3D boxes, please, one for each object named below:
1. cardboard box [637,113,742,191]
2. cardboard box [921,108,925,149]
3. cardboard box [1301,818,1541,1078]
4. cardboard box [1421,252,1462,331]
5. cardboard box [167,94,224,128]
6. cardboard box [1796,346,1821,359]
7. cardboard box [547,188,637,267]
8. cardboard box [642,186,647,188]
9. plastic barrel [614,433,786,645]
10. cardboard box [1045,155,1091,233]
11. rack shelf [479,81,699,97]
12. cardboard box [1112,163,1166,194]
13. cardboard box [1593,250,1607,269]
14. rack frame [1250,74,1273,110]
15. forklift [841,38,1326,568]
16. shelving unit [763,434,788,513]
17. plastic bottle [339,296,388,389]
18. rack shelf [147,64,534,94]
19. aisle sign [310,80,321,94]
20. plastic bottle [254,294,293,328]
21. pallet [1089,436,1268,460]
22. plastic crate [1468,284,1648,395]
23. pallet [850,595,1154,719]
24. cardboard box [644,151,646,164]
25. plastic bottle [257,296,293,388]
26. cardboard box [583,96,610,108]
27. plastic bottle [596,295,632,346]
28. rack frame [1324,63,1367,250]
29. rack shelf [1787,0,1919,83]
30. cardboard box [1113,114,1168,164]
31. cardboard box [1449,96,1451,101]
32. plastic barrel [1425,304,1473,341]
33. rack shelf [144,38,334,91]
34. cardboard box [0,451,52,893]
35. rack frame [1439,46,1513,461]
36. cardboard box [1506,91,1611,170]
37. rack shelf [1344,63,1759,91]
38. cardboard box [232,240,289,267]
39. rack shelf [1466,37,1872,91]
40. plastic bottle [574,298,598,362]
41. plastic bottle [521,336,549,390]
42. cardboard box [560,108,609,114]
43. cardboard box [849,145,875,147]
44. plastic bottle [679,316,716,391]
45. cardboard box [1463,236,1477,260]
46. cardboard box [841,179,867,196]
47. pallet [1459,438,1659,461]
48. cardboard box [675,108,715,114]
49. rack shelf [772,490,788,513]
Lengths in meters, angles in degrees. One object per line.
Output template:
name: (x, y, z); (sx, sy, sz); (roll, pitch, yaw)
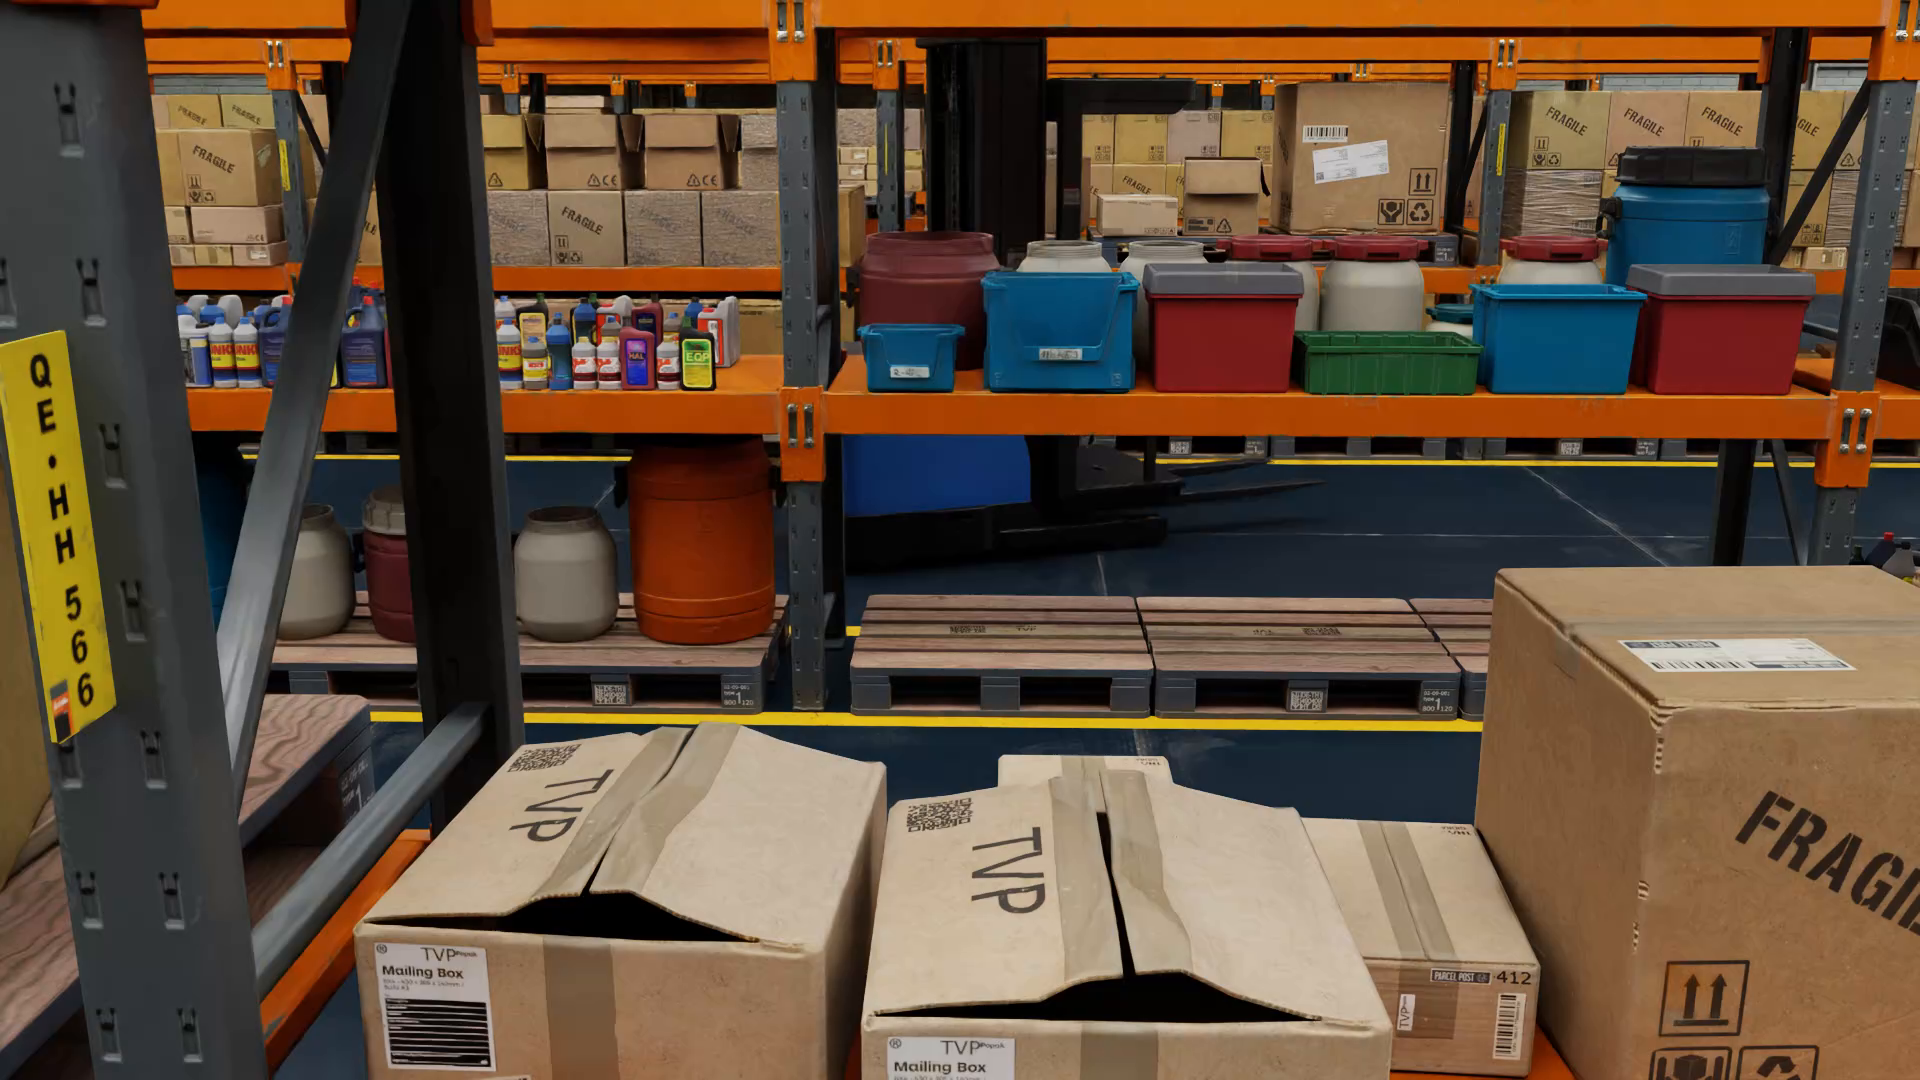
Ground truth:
cardboard box: (-1.854, -2.693, 11.507); (0.637, 0.503, 0.797); (1, 15, 3)
cardboard box: (-0.706, -5.271, 21.282); (0.500, 0.500, 0.500); (0, 15, 0)
cardboard box: (0.547, 0.495, 2.075); (0.250, 0.149, 0.380); (1, 15, 6)
cardboard box: (4.381, -2.538, 16.422); (0.875, 0.875, 0.875); (1, 15, 2)
cardboard box: (-7.296, -4.066, 16.132); (0.500, 0.500, 0.500); (1, 15, 3)
cardboard box: (5.677, -1.101, 11.710); (0.500, 0.500, 0.500); (2, 15, 7)
cardboard box: (-2.498, -2.145, 11.396); (0.500, 0.500, 0.500); (1, 15, 2)
cardboard box: (-1.979, -2.272, 11.877); (0.500, 0.500, 0.500); (0, 15, 0)
plastic barrel: (-1.088, -0.036, 7.026); (0.708, 0.830, 0.600); (0, 15, 1)
cardboard box: (0.629, -2.426, 11.637); (0.500, 0.500, 0.700); (3, 15, 10)
rack shelf: (-6.094, -7.081, 25.829); (4.000, 0.370, 1.077); (0, 15, 1)
cardboard box: (1.708, -3.377, 16.065); (0.500, 0.500, 0.500); (0, 15, 1)
cardboard box: (4.234, -1.921, 11.234); (0.250, 0.149, 0.380); (0, 15, 1)
rack frame: (3.779, -4.647, 21.075); (0.127, 3.000, 1.000); (0, 15, 1)
forklift: (0.619, -1.488, 9.233); (3.031, 2.935, 1.130); (-6, 16, -20)
shelving unit: (-1.042, -0.426, 9.181); (0.210, 0.900, 0.258); (0, 16, 1)
plastic bottle: (-2.315, -0.772, 6.484); (0.185, 0.351, 0.144); (0, 15, 1)
rack shelf: (-6.243, -4.552, 16.244); (4.000, 0.370, 1.077); (0, 15, 1)
aisle sign: (-8.281, -6.062, 21.341); (0.004, 0.787, 0.394); (0, 15, 1)
plastic bottle: (-2.960, -0.921, 7.194); (0.135, 0.276, 0.152); (0, 15, 1)
pallet: (1.525, -0.784, 11.897); (1.213, 0.211, 1.003); (0, 15, 1)
plastic crate: (2.289, -0.777, 6.437); (0.575, 0.384, 0.392); (0, 15, 1)
pallet: (0.174, 0.480, 7.106); (1.213, 0.211, 1.003); (0, 15, 1)
cardboard box: (-3.077, -3.681, 15.915); (0.250, 0.149, 0.380); (0, 15, 1)
plastic bottle: (-2.633, -0.774, 6.492); (0.185, 0.351, 0.144); (0, 15, 1)
cardboard box: (-4.534, -5.466, 20.750); (0.250, 0.149, 0.380); (0, 15, 0)
plastic bottle: (-1.486, -0.911, 7.158); (0.135, 0.276, 0.152); (0, 15, 1)
rack frame: (3.754, -3.384, 16.288); (0.127, 3.000, 1.000); (0, 15, 1)
rack shelf: (5.399, -1.947, 6.368); (4.000, 0.370, 1.077); (0, 15, 1)
cardboard box: (1.733, -3.928, 16.192); (0.500, 0.500, 0.700); (0, 15, 1)
cardboard box: (5.748, -5.266, 20.679); (0.500, 0.500, 0.700); (0, 15, 1)
plastic barrel: (2.080, -0.838, 6.907); (0.301, 0.262, 0.301); (0, 15, 0)
rack shelf: (-6.471, -3.288, 11.452); (4.000, 0.370, 1.077); (0, 15, 1)
cardboard box: (-1.362, 0.153, 1.860); (0.500, 0.500, 0.700); (-5, 16, -17)
rack frame: (3.526, -2.120, 11.496); (0.127, 3.000, 1.000); (0, 15, 1)
cardboard box: (3.970, -2.728, 11.061); (0.500, 0.500, 0.500); (0, 15, 1)
rack shelf: (5.753, -4.474, 15.948); (4.000, 0.370, 1.077); (0, 15, 1)
cardboard box: (-4.784, -1.969, 11.417); (0.250, 0.149, 0.380); (0, 15, 2)
rack shelf: (5.526, -3.210, 11.156); (4.000, 0.370, 1.077); (0, 15, 1)
plastic bottle: (-1.603, -0.901, 7.129); (0.097, 0.271, 0.097); (0, 15, 0)
plastic bottle: (-1.652, -0.690, 6.464); (0.097, 0.201, 0.097); (0, 15, 0)
cardboard box: (-4.697, -5.164, 20.877); (0.500, 0.500, 0.500); (0, 15, 1)
cardboard box: (-0.971, -3.833, 16.492); (0.250, 0.149, 0.380); (0, 15, 0)
plastic bottle: (-1.014, -0.721, 6.420); (0.133, 0.283, 0.061); (0, 15, 1)
cardboard box: (3.749, -2.072, 11.807); (0.250, 0.149, 0.380); (0, 15, 1)
cardboard box: (-0.998, -3.380, 15.941); (0.250, 0.149, 0.380); (0, 15, 1)
pallet: (4.198, -0.777, 11.869); (1.213, 0.211, 1.003); (0, 15, 1)
cardboard box: (-3.276, -5.159, 20.858); (0.500, 0.500, 0.500); (0, 15, 1)
rack shelf: (-1.042, -0.220, 9.238); (0.200, 0.077, 0.258); (0, 16, 1)
